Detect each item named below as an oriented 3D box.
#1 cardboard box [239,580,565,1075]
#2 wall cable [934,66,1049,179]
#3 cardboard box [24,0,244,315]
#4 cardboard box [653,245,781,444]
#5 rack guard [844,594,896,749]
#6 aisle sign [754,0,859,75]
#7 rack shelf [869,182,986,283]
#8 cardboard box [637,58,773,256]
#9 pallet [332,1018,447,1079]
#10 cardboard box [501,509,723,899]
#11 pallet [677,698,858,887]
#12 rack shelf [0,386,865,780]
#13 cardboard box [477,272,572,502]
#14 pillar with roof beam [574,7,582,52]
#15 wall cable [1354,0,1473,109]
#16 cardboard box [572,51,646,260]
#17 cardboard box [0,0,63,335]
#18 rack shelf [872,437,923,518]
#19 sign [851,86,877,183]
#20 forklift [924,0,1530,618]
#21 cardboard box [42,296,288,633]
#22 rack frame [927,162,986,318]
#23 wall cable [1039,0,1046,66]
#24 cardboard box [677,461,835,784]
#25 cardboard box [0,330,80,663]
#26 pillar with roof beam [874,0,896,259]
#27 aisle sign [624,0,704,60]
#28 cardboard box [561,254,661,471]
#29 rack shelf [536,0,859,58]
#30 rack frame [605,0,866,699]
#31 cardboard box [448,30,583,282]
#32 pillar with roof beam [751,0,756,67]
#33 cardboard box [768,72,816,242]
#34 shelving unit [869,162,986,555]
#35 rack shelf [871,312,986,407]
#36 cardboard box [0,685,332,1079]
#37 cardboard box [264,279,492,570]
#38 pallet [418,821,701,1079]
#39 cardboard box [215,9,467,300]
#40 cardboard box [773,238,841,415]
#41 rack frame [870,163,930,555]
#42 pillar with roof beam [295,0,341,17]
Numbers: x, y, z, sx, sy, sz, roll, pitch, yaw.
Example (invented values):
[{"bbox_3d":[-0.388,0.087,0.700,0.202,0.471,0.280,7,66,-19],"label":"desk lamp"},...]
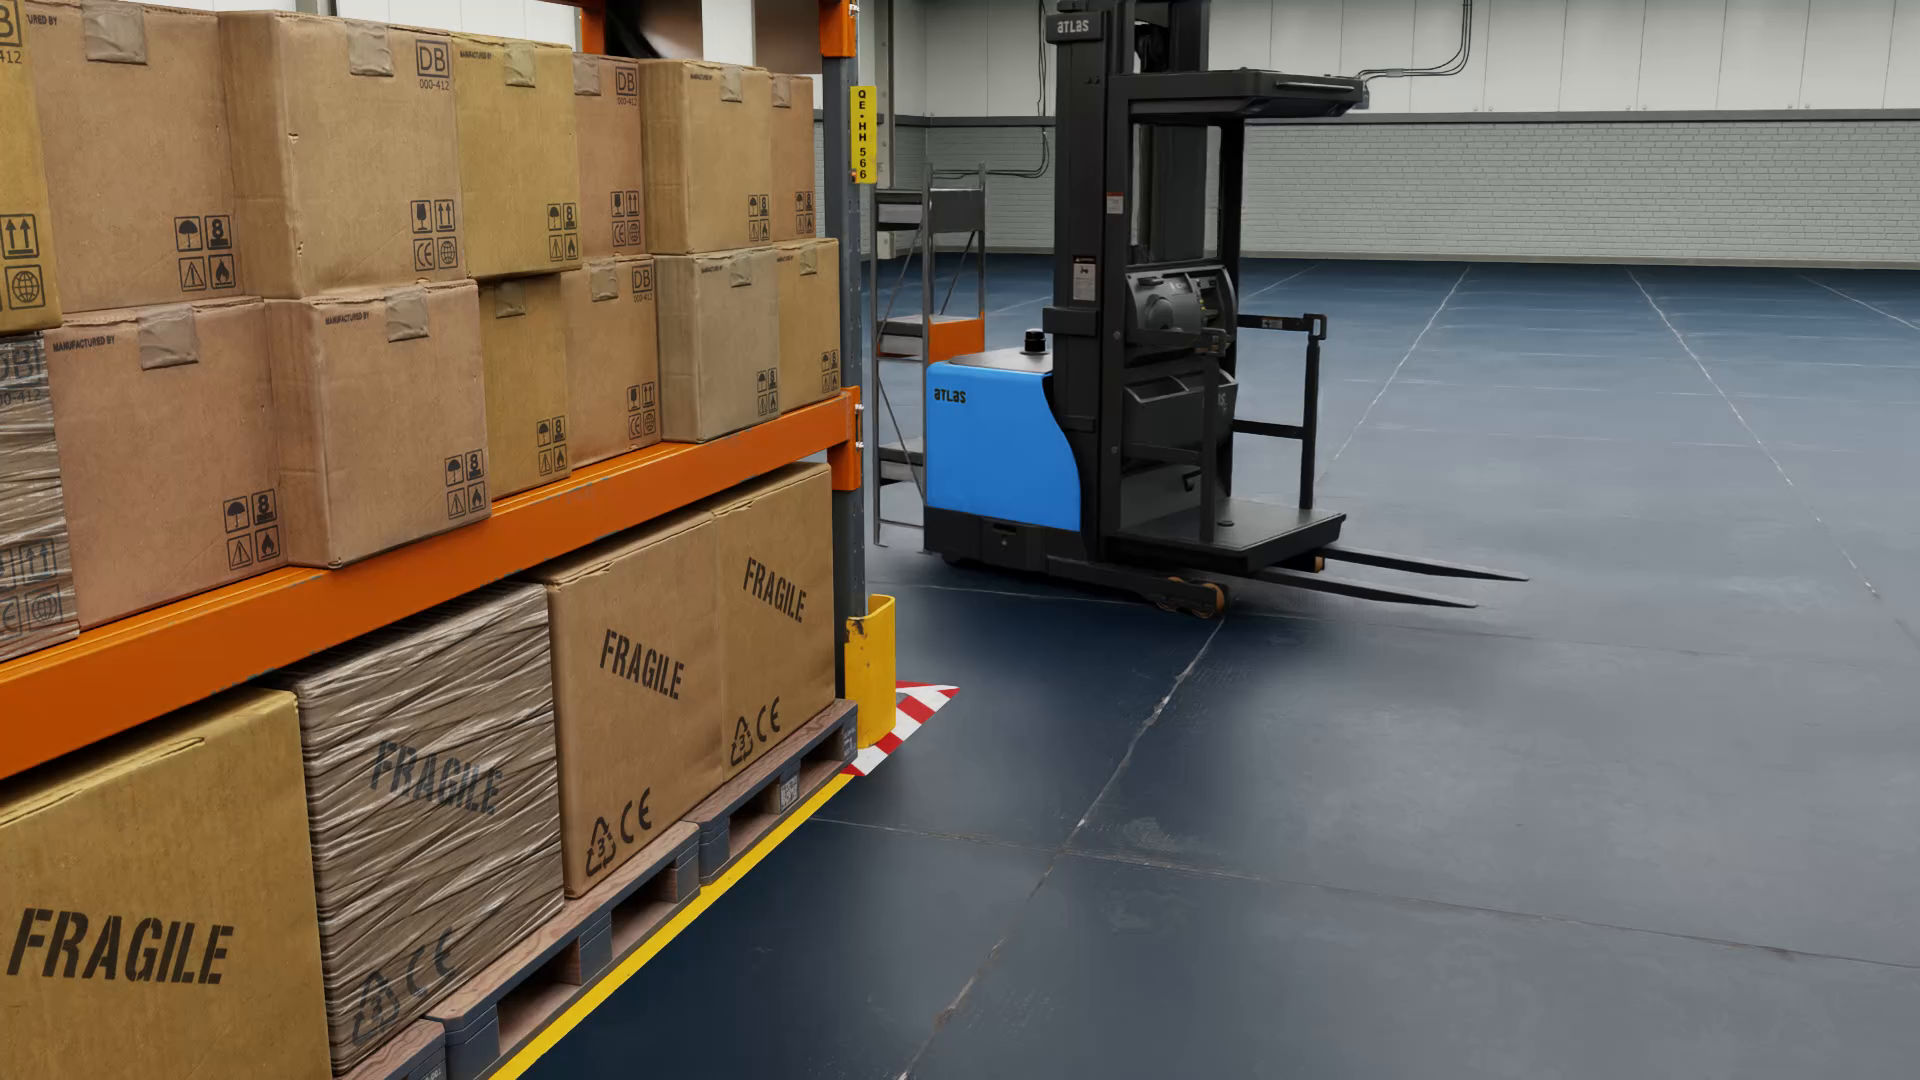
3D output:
[{"bbox_3d":[-1.581,0.594,3.975,0.875,0.875,0.875,4,14,19],"label":"cardboard box"},{"bbox_3d":[0.575,-9.624,38.410,3.097,2.526,0.112,4,14,18],"label":"wall cable"},{"bbox_3d":[-1.918,-0.718,3.131,0.875,0.550,0.550,4,14,18],"label":"cardboard box"},{"bbox_3d":[-1.079,-0.636,5.197,0.875,0.550,0.550,4,14,18],"label":"cardboard box"},{"bbox_3d":[-0.836,0.452,6.384,1.175,0.500,0.348,4,14,18],"label":"rack guard"},{"bbox_3d":[-0.537,-2.022,5.766,0.394,0.787,0.004,4,14,18],"label":"aisle sign"},{"bbox_3d":[-0.173,-1.680,9.045,0.431,0.518,0.480,10,16,37],"label":"rack shelf"},{"bbox_3d":[-1.091,-1.163,5.081,0.875,0.550,0.550,4,14,18],"label":"cardboard box"},{"bbox_3d":[-1.818,1.286,3.381,1.003,0.211,1.213,4,14,18],"label":"pallet"},{"bbox_3d":[-1.284,0.402,4.815,0.875,0.875,0.875,4,13,18],"label":"cardboard box"},{"bbox_3d":[-1.029,0.772,5.632,1.003,0.211,1.213,4,14,18],"label":"pallet"},{"bbox_3d":[-1.491,0.010,4.319,1.077,0.370,4.000,4,14,18],"label":"rack shelf"},{"bbox_3d":[-1.511,-0.413,4.218,0.875,0.550,0.500,4,14,18],"label":"cardboard box"},{"bbox_3d":[-1.439,-7.776,23.336,9.100,9.000,0.400,4,14,18],"label":"pillar with roof beam"},{"bbox_3d":[9.552,-12.109,34.676,2.305,6.003,0.169,4,14,18],"label":"wall cable"},{"bbox_3d":[-1.401,-1.055,4.607,0.875,0.550,0.550,4,14,18],"label":"cardboard box"},{"bbox_3d":[-1.986,-0.594,2.587,0.875,0.550,0.550,4,14,18],"label":"cardboard box"},{"bbox_3d":[-0.174,-0.316,9.358,0.431,0.518,0.480,10,16,37],"label":"rack shelf"},{"bbox_3d":[-0.335,-1.400,5.745,0.100,0.325,0.005,4,14,18],"label":"sign"},{"bbox_3d":[1.266,-1.192,8.122,3.031,2.935,1.130,10,16,38],"label":"forklift"},{"bbox_3d":[-1.874,-0.189,3.236,0.875,0.550,0.550,4,14,18],"label":"cardboard box"},{"bbox_3d":[-0.022,-1.054,9.385,0.400,2.100,0.015,10,16,37],"label":"rack frame"},{"bbox_3d":[3.134,-11.892,36.994,3.097,2.526,0.112,4,14,18],"label":"wall cable"},{"bbox_3d":[-1.001,0.217,5.627,0.875,0.875,0.875,4,14,19],"label":"cardboard box"},{"bbox_3d":[-2.030,-0.071,2.722,0.875,0.550,0.550,4,14,18],"label":"cardboard box"},{"bbox_3d":[2.444,-10.303,34.406,9.100,9.000,0.400,4,14,18],"label":"pillar with roof beam"},{"bbox_3d":[-1.105,-2.066,5.955,0.394,0.787,0.004,4,14,18],"label":"aisle sign"},{"bbox_3d":[-1.379,-0.527,4.720,0.875,0.550,0.550,4,14,18],"label":"cardboard box"},{"bbox_3d":[-1.491,-1.452,3.985,1.077,0.370,4.000,4,14,18],"label":"rack shelf"},{"bbox_3d":[-0.844,-0.762,6.084,1.000,3.000,0.127,4,14,18],"label":"rack frame"},{"bbox_3d":[-1.450,-0.934,4.077,0.875,0.550,0.500,4,14,18],"label":"cardboard box"},{"bbox_3d":[0.502,-9.040,28.871,9.100,9.000,0.400,4,14,18],"label":"pillar with roof beam"},{"bbox_3d":[-1.001,-1.286,5.617,0.875,0.550,0.550,4,14,18],"label":"cardboard box"},{"bbox_3d":[-0.173,-1.011,9.199,0.431,2.100,0.503,10,16,37],"label":"shelving unit"},{"bbox_3d":[-0.173,-0.998,9.202,0.431,0.518,0.480,10,16,37],"label":"rack shelf"},{"bbox_3d":[-1.869,0.784,3.142,0.875,0.875,0.875,5,14,19],"label":"cardboard box"},{"bbox_3d":[-1.588,-0.294,3.697,0.875,0.550,0.550,4,14,18],"label":"cardboard box"},{"bbox_3d":[-1.425,1.028,4.510,1.003,0.211,1.213,4,14,18],"label":"pallet"},{"bbox_3d":[-1.614,-0.822,3.586,0.875,0.550,0.550,4,14,18],"label":"cardboard box"},{"bbox_3d":[-0.921,-0.753,5.711,0.875,0.550,0.550,4,14,18],"label":"cardboard box"},{"bbox_3d":[-0.325,-0.969,9.012,0.400,2.100,0.015,10,16,37],"label":"rack frame"},{"bbox_3d":[-3.380,-6.513,17.801,9.100,9.000,0.400,4,14,18],"label":"pillar with roof beam"}]
